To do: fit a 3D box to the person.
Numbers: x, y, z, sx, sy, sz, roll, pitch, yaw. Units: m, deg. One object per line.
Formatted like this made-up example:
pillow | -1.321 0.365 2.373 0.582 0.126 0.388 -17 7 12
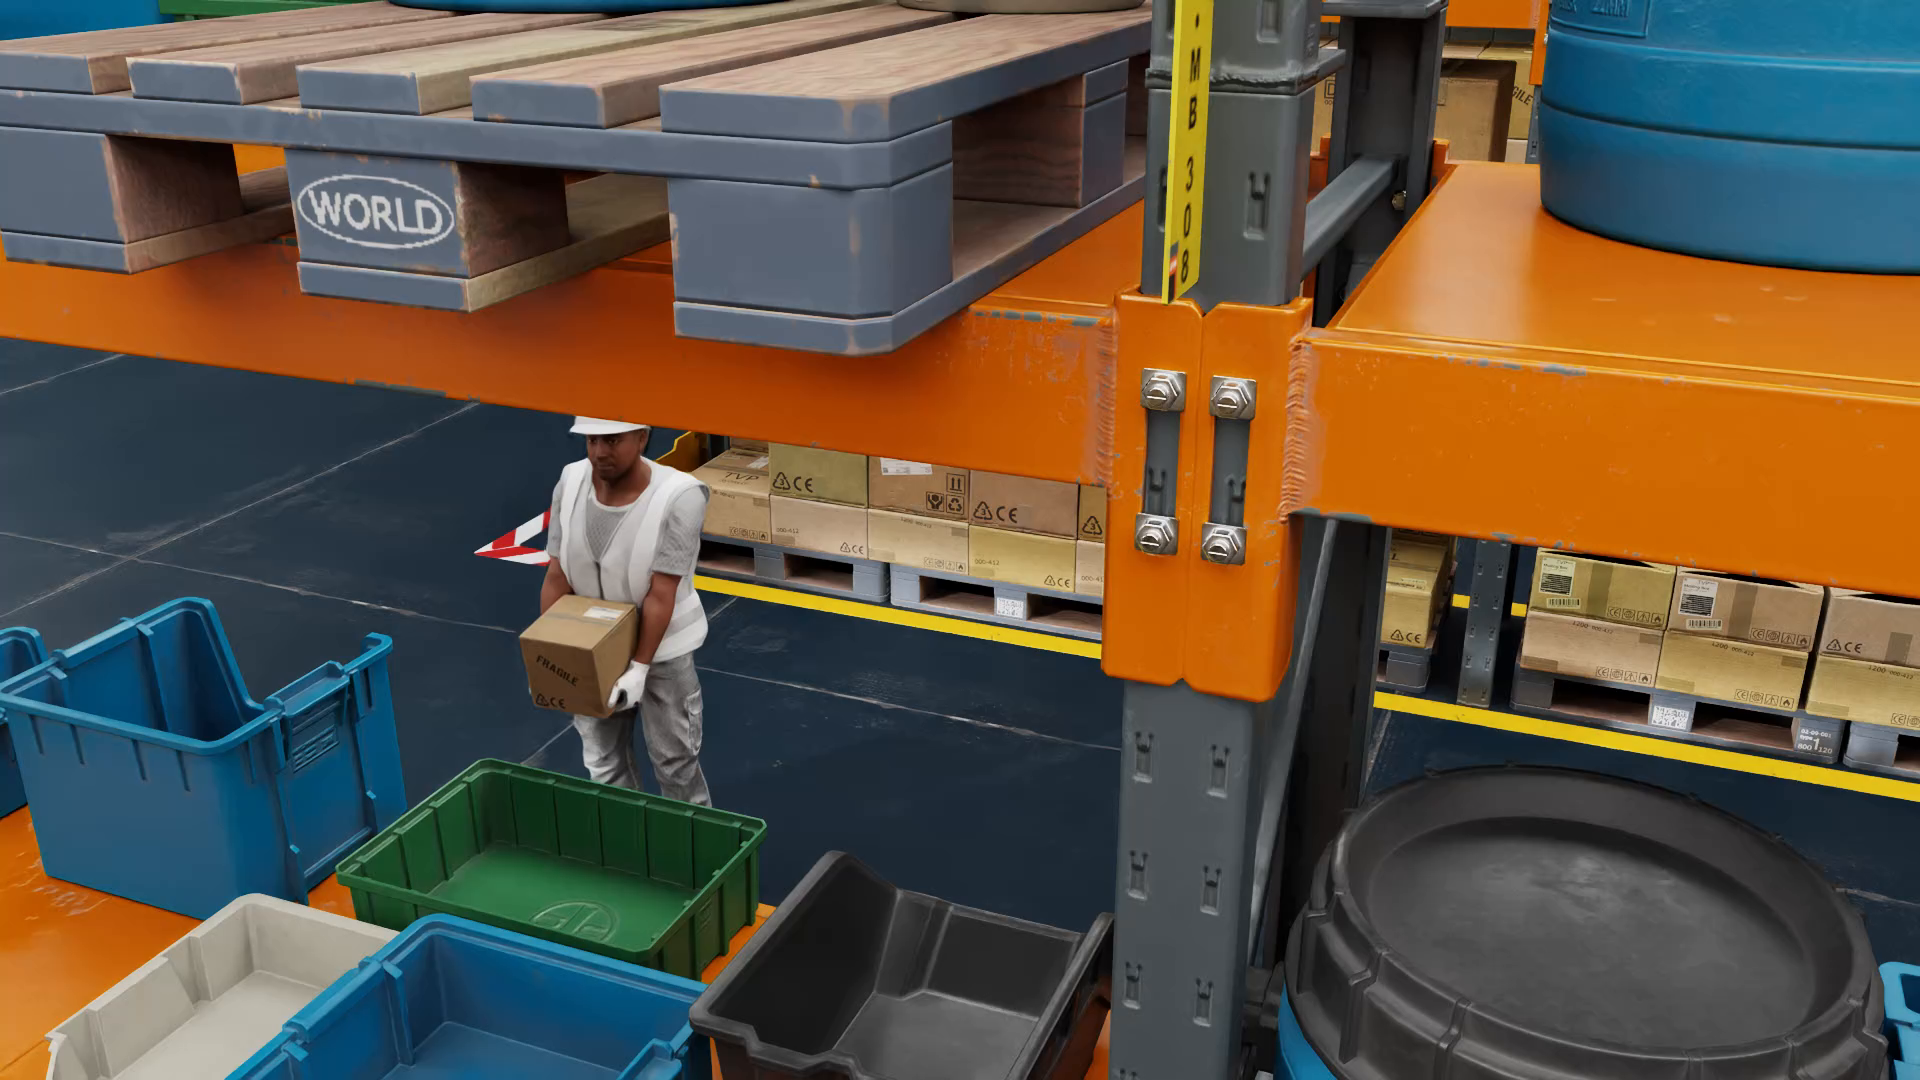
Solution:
person | -1.035 0.375 5.147 0.492 1.777 0.580 8 24 19
